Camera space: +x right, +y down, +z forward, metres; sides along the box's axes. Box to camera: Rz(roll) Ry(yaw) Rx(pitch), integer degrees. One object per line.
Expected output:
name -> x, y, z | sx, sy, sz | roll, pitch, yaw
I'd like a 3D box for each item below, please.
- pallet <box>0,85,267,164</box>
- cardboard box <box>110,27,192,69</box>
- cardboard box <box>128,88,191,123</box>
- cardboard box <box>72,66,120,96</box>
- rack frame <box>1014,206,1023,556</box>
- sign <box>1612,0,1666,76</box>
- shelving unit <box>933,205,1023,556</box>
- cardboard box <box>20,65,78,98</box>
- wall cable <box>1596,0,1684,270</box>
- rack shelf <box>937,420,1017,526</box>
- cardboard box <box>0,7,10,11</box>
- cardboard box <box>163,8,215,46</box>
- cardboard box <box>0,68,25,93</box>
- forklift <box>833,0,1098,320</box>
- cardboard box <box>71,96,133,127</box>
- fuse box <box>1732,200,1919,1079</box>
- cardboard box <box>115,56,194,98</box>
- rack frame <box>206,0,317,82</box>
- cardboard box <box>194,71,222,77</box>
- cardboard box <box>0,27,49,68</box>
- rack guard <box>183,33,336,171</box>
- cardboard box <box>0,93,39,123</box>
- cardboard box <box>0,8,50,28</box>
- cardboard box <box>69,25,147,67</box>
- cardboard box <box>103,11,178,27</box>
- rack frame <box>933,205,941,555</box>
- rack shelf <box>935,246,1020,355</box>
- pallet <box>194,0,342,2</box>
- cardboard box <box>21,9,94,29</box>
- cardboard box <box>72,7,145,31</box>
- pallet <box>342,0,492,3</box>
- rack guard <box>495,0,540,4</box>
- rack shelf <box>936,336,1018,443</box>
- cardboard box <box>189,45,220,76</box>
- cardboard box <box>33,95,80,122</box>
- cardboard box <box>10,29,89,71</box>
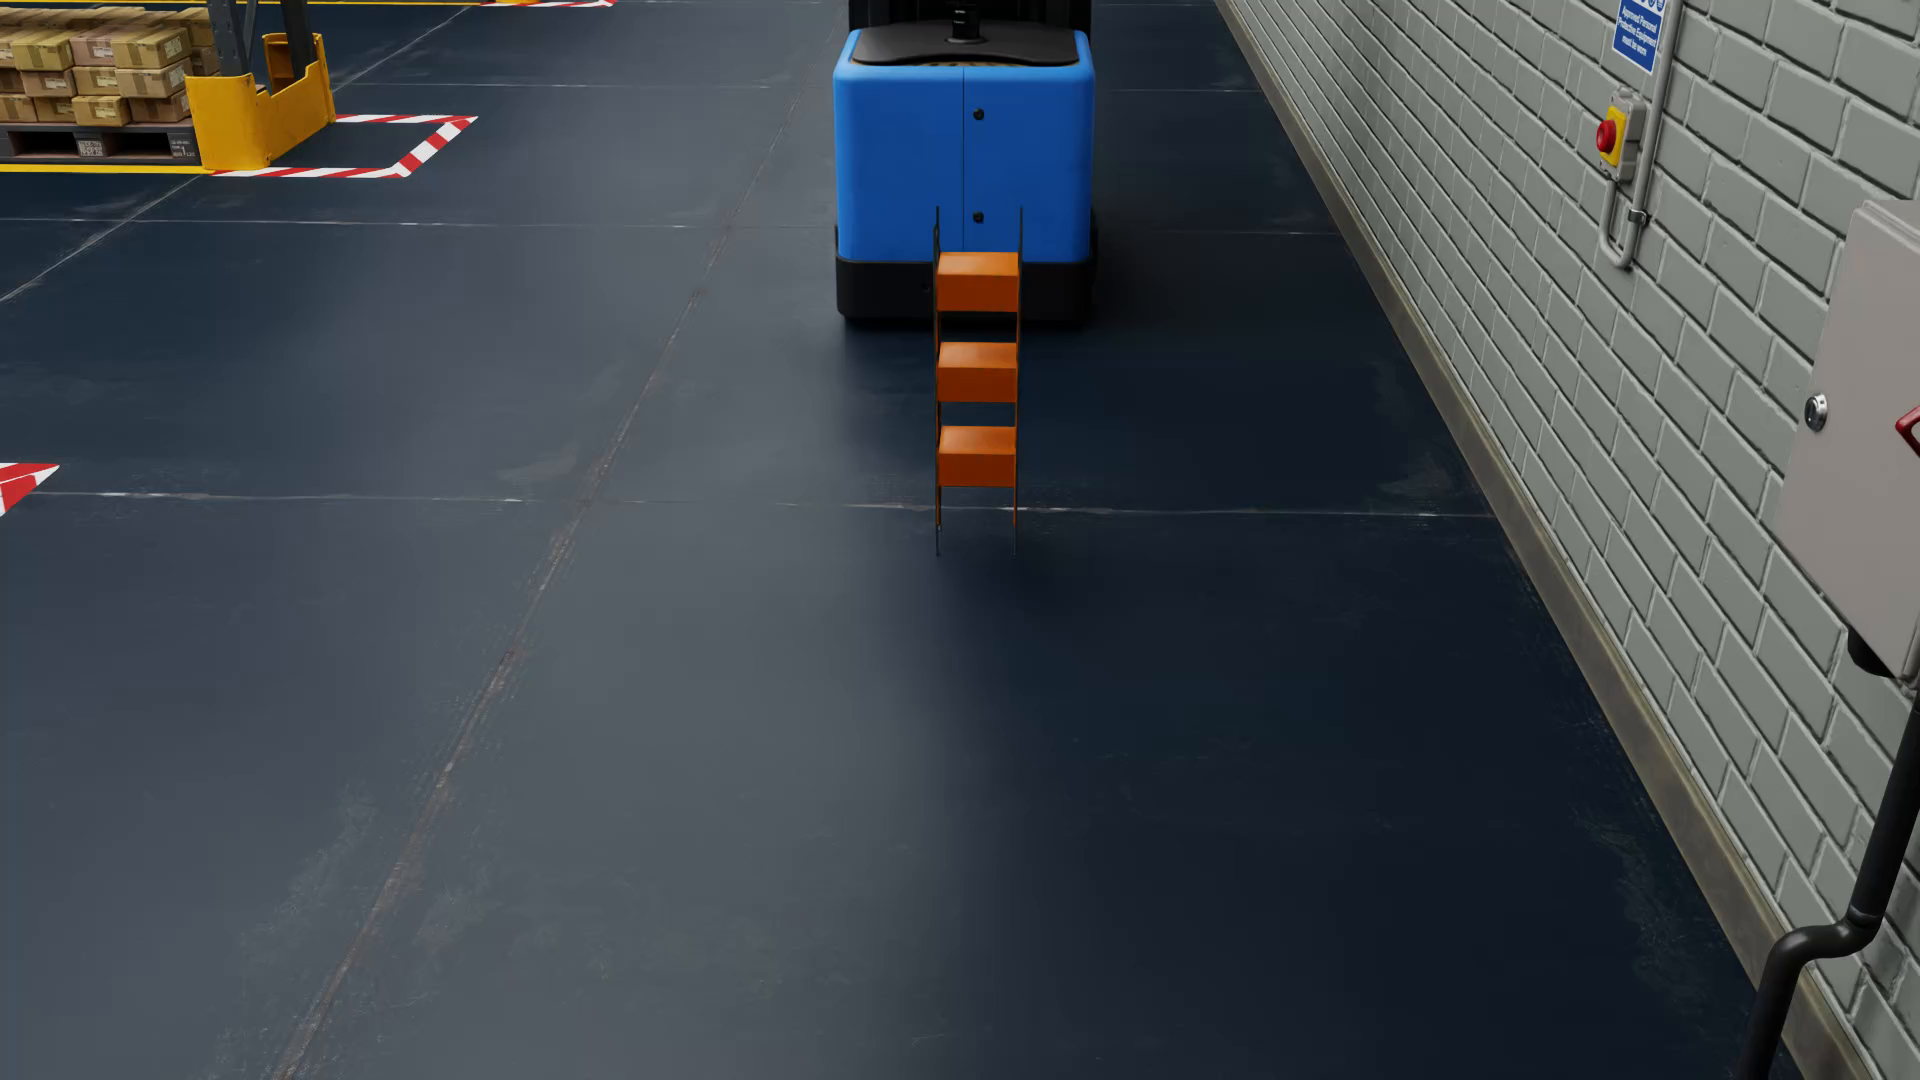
pallet -> -4.757, -2.405, 9.561 | 1.213, 0.211, 1.003 | 1, 28, 2
cardboard box -> -4.408, -2.684, 9.071 | 0.250, 0.149, 0.380 | 1, 28, 2
cardboard box -> -4.404, -2.442, 9.250 | 0.250, 0.149, 0.380 | 1, 28, 3
cardboard box -> -4.667, -2.567, 9.169 | 0.250, 0.149, 0.380 | 0, 28, 1
rack frame -> 0.175, -0.461, 4.999 | 0.008, 1.050, 0.200 | 1, 28, 2
sign -> 1.755, -1.345, 4.297 | 0.001, 0.218, 0.327 | 1, 28, 2
shelving unit -> 0.053, -0.463, 5.002 | 0.252, 1.050, 0.215 | 1, 28, 2
cardboard box -> -4.927, -2.546, 9.127 | 0.250, 0.149, 0.380 | 0, 28, 0
wall cable -> 1.692, -1.667, 4.074 | 0.123, 1.953, 0.585 | 1, 28, 2
rack shelf -> 0.054, -0.208, 5.138 | 0.240, 0.259, 0.215 | 1, 28, 2
cardboard box -> -5.698, -2.974, 9.619 | 0.250, 0.149, 0.380 | 1, 28, 3
cardboard box -> -4.382, -2.962, 9.595 | 0.250, 0.149, 0.380 | 0, 28, -1
cardboard box -> -5.192, -2.598, 9.227 | 0.250, 0.149, 0.380 | 1, 28, 1
forklift -> 0.051, -2.843, 7.484 | 1.130, 2.935, 3.031 | 1, 28, 1
cardboard box -> -4.664, -2.399, 9.169 | 0.250, 0.149, 0.380 | 2, 28, 3
fuse box -> 1.472, 0.346, 2.771 | 0.414, 1.711, 0.539 | 1, 28, 2
cardboard box -> -4.408, -2.538, 9.113 | 0.250, 0.149, 0.380 | 0, 28, 0
rack frame -> -3.870, -3.605, 8.849 | 0.127, 3.000, 1.000 | 1, 28, 2
cardboard box -> -4.383, -2.690, 9.717 | 0.250, 0.149, 0.380 | 2, 28, 3
cardboard box -> -5.177, -2.694, 9.090 | 0.250, 0.149, 0.380 | 0, 28, 0
rack guard -> -3.946, -2.502, 9.437 | 0.348, 0.500, 1.175 | 1, 28, 2
cardboard box -> -5.173, -2.442, 9.249 | 0.250, 0.149, 0.380 | 1, 28, 2
cardboard box -> -5.437, -2.949, 9.570 | 0.250, 0.149, 0.380 | 2, 28, 4
cardboard box -> -4.658, -2.715, 9.130 | 0.250, 0.149, 0.380 | 1, 28, 3
cardboard box -> -4.662, -2.910, 9.497 | 0.250, 0.149, 0.380 | 1, 28, 3
rack frame -> -0.068, -0.465, 5.006 | 0.008, 1.050, 0.200 | 1, 28, 2
rack shelf -> 0.053, -0.704, 4.874 | 0.240, 0.259, 0.215 | 1, 28, 2
pallet -> -5.612, -4.691, 13.875 | 1.213, 0.211, 1.003 | 1, 28, 2
cardboard box -> -5.160, -2.940, 9.553 | 0.250, 0.149, 0.380 | 0, 28, -1
cardboard box -> -4.909, -2.974, 9.618 | 0.250, 0.149, 0.380 | 1, 28, 2
pallet -> -4.396, -4.670, 13.834 | 1.213, 0.211, 1.003 | 1, 28, 2
rack guard -> -3.570, -4.821, 13.810 | 0.348, 0.500, 1.175 | 1, 28, 2
rack shelf -> 0.053, -0.454, 5.007 | 0.240, 0.259, 0.215 | 1, 28, 2
cardboard box -> -4.385, -2.792, 9.591 | 0.250, 0.149, 0.380 | 2, 28, 4
cardboard box -> -4.925, -2.444, 9.253 | 0.250, 0.149, 0.380 | 1, 28, 2
cardboard box -> -4.921, -2.660, 9.026 | 0.250, 0.149, 0.380 | 0, 28, 1
